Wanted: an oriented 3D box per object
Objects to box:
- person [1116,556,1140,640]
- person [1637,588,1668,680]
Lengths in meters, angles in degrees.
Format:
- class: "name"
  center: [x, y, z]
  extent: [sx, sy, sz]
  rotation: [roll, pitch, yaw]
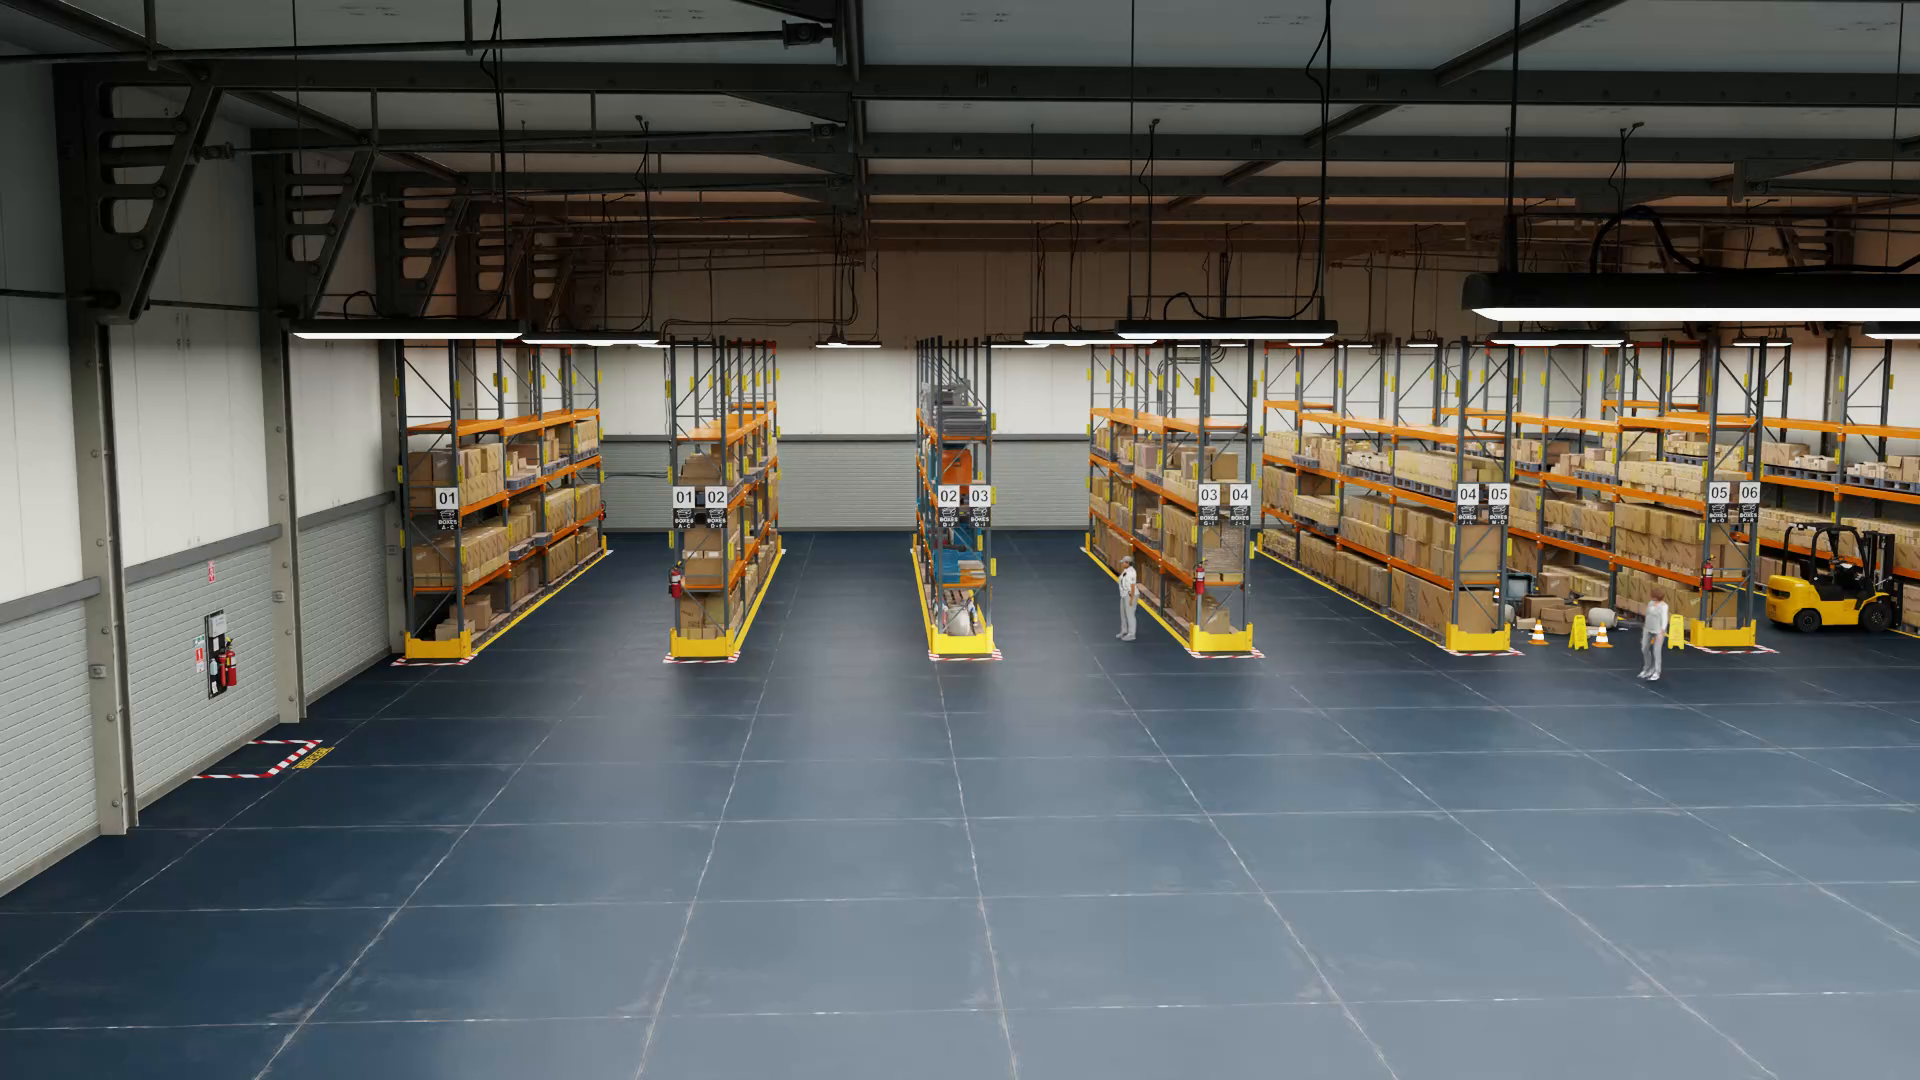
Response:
- class: "person"
  center: [3.343, 1.138, 33.088]
  extent: [0.427, 1.669, 0.519]
  rotation: [-1, 7, -10]
- class: "person"
  center: [12.113, 1.652, 29.081]
  extent: [0.355, 1.635, 0.515]
  rotation: [-5, 8, -35]
